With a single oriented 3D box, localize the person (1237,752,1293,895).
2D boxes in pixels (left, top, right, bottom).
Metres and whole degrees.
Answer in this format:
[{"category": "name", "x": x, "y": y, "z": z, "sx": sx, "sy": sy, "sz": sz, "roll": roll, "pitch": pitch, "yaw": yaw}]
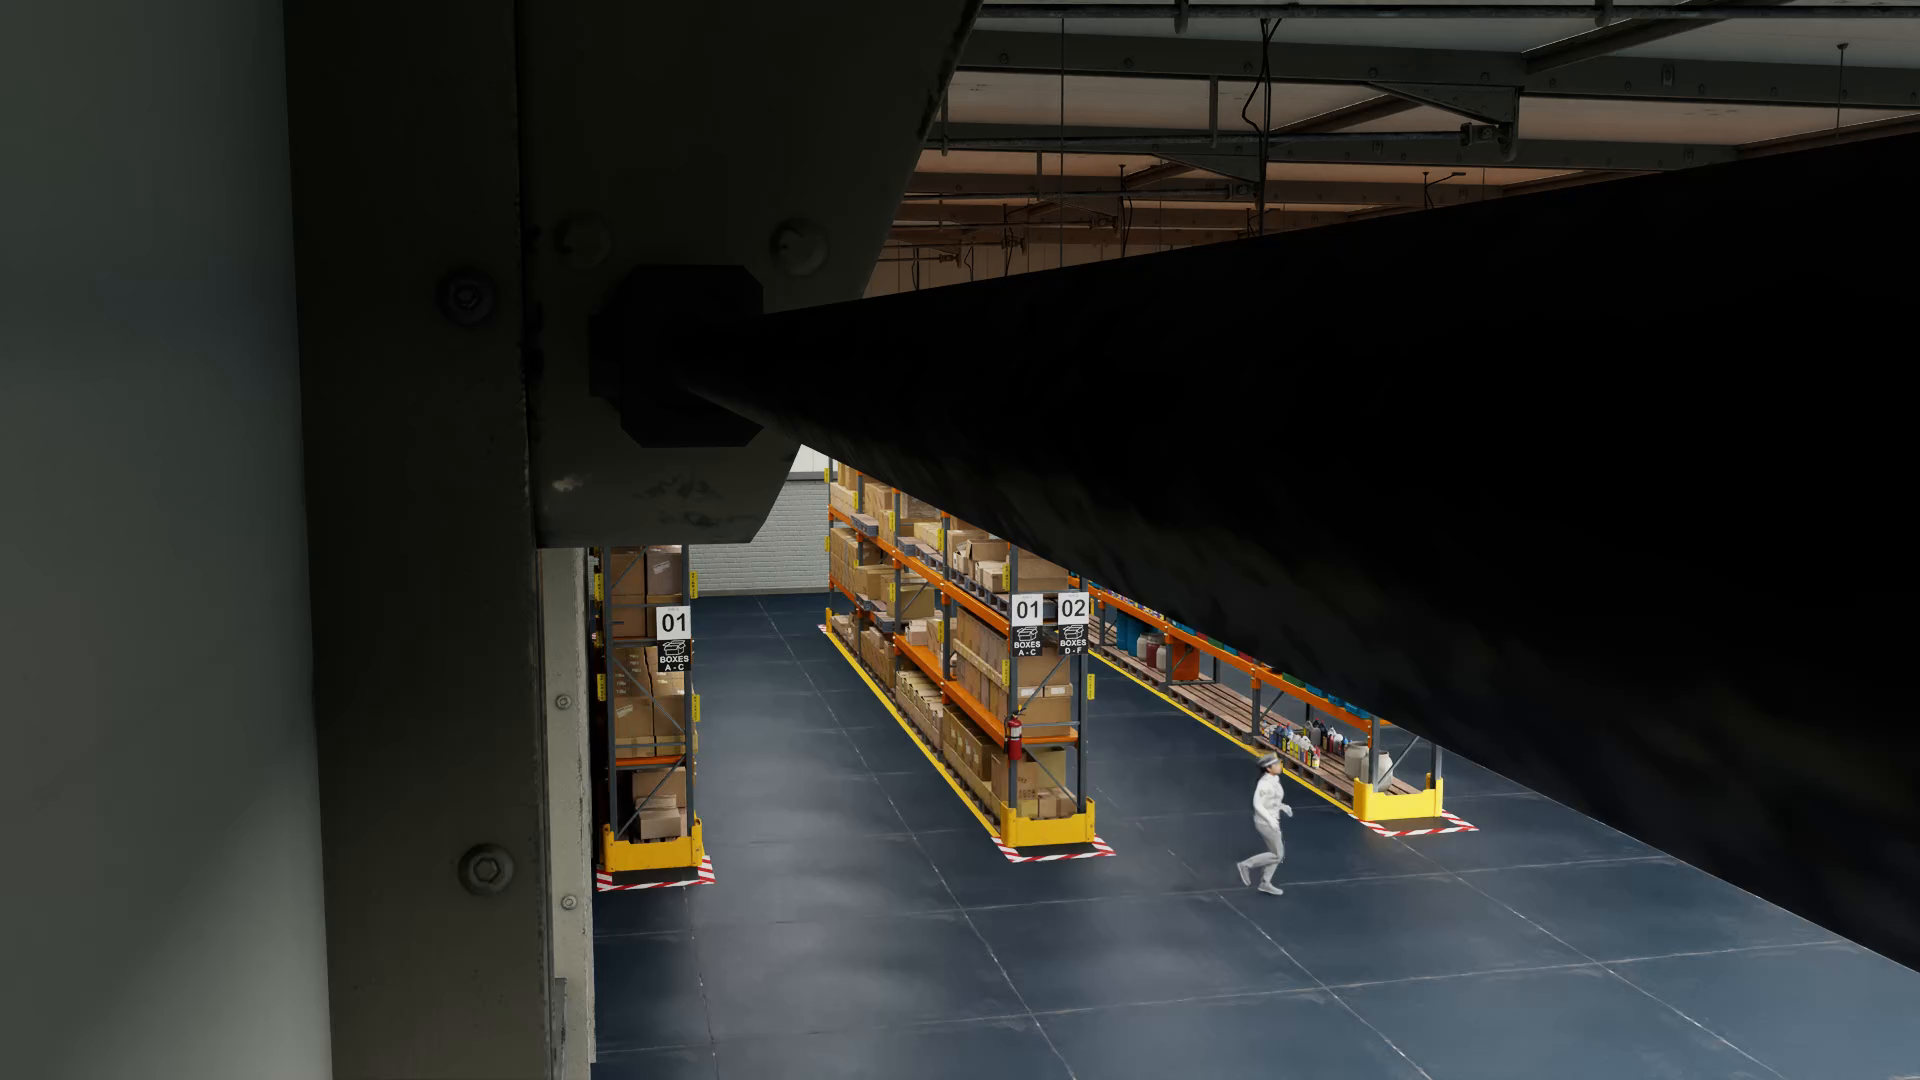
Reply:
[{"category": "person", "x": 3.526, "y": 3.247, "z": 19.177, "sx": 0.594, "sy": 1.673, "sz": 0.612, "roll": 2, "pitch": 7, "yaw": 16}]
